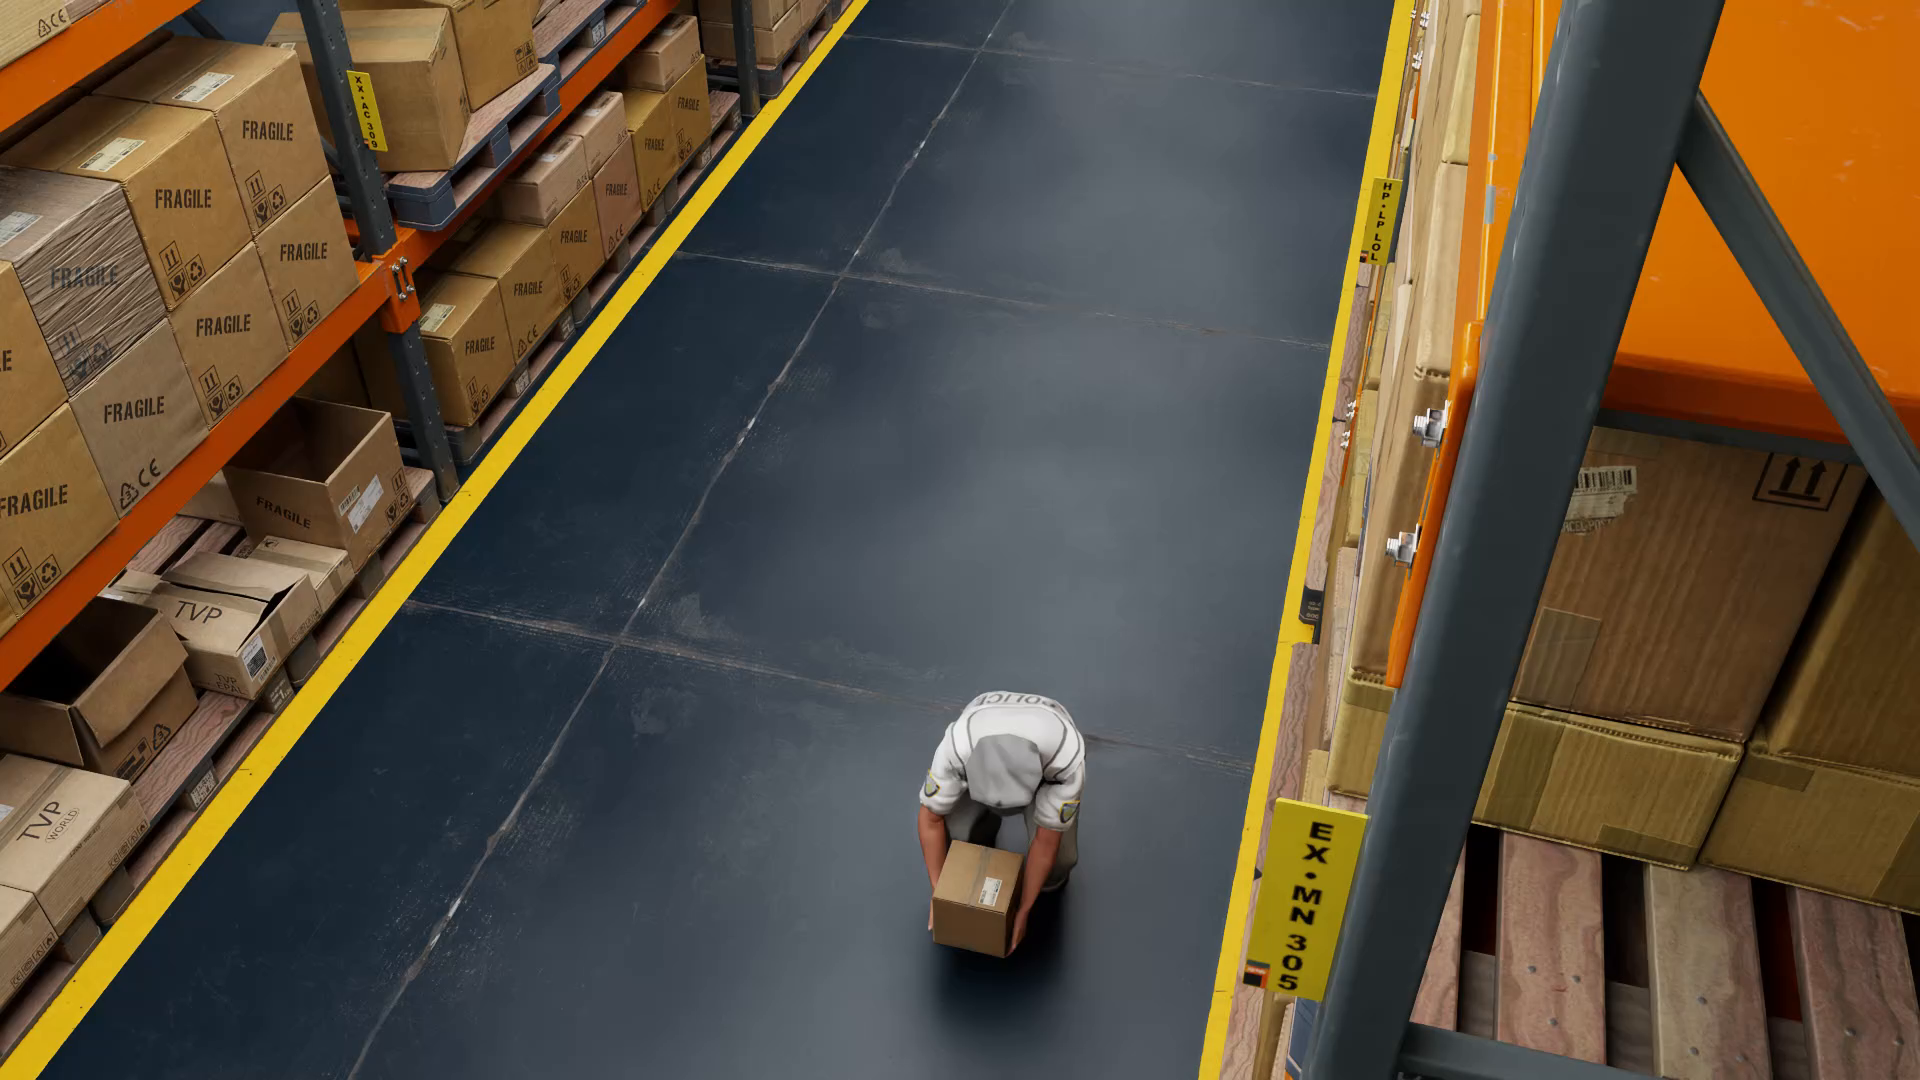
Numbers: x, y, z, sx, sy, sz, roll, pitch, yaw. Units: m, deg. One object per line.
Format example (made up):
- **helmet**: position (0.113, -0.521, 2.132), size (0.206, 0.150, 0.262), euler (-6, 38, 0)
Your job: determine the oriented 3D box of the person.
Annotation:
- **person**: position (0.166, 0.857, 5.738), size (0.548, 1.011, 0.893), euler (10, 42, 11)
